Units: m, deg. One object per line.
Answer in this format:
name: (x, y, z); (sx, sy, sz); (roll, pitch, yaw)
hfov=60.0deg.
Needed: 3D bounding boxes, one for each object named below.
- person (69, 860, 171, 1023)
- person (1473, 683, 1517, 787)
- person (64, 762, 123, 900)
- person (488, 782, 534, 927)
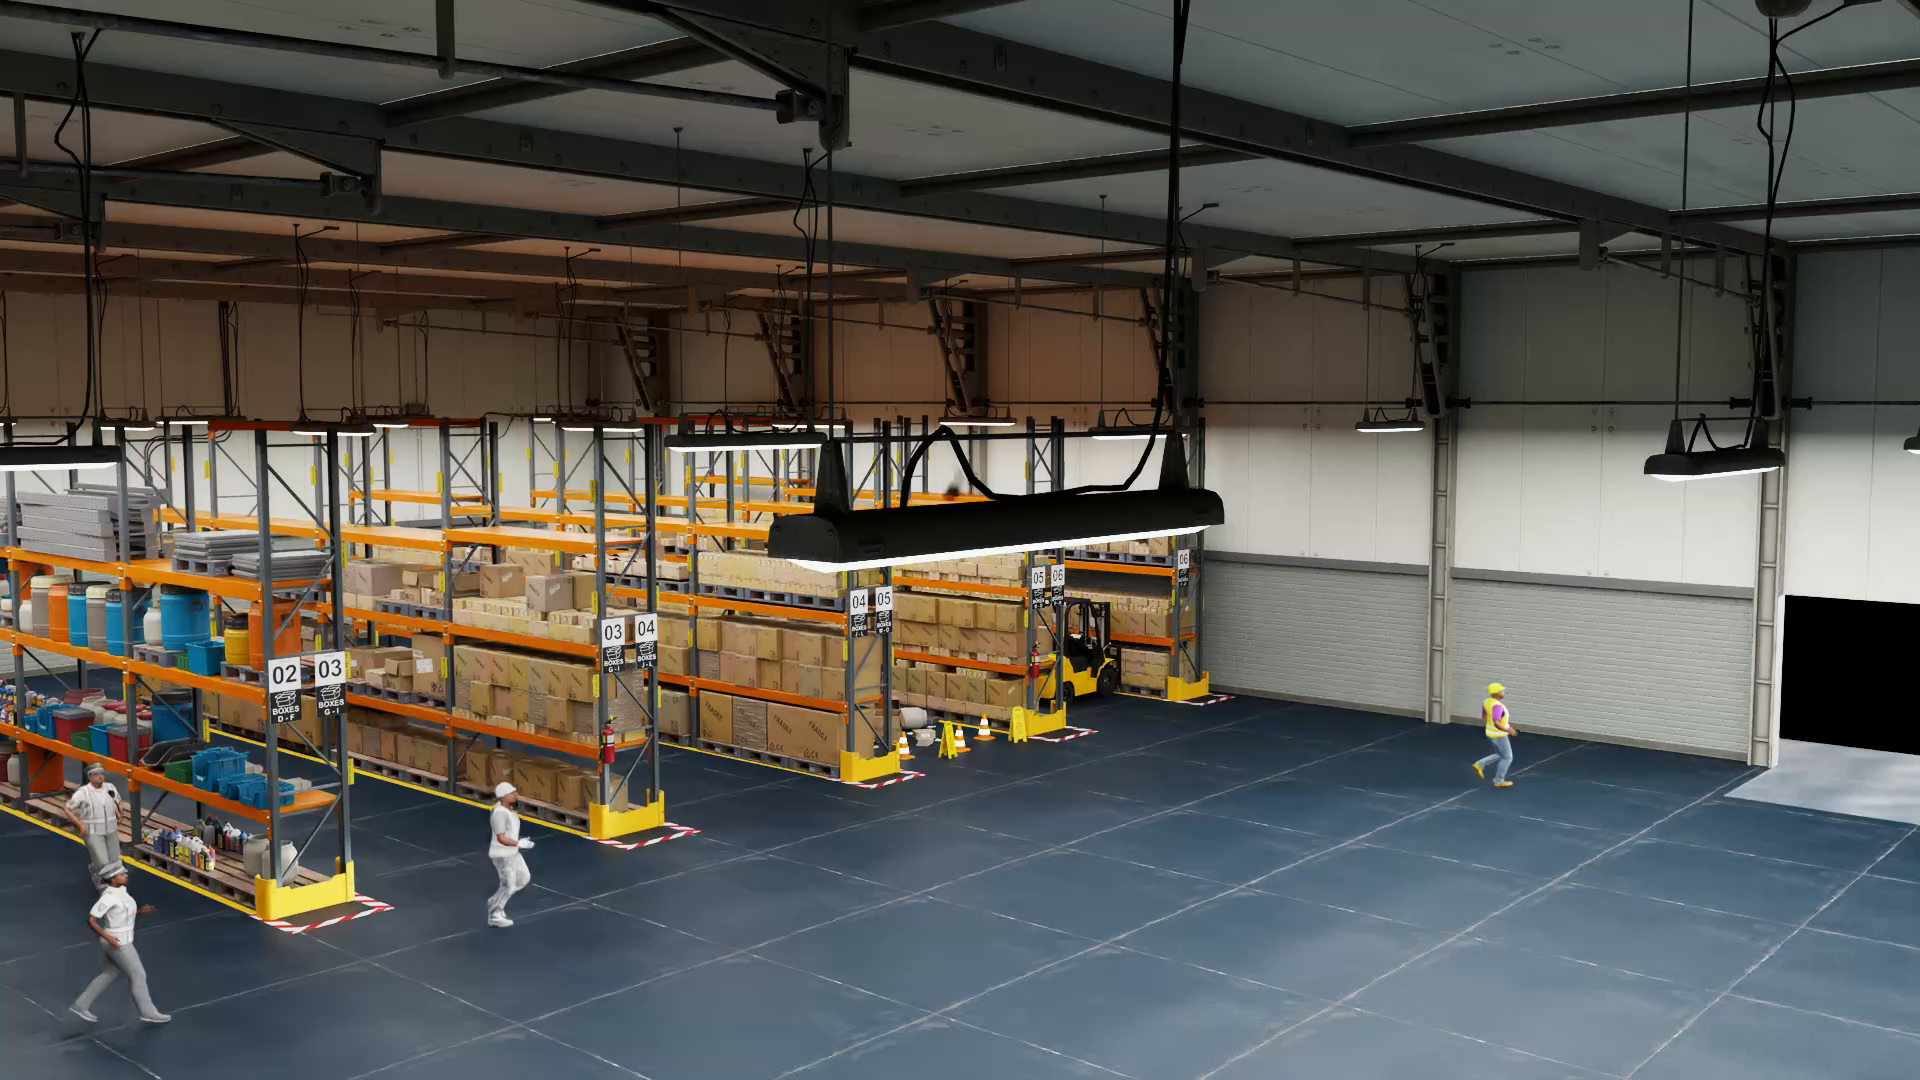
person: (-8.504, 4.067, 16.779); (0.927, 1.698, 0.569); (-2, 5, -24)
person: (8.815, 3.202, 27.344); (0.579, 1.717, 0.700); (0, 5, 0)
person: (-10.990, 3.694, 21.194); (0.830, 1.747, 0.675); (3, 6, 35)
person: (-5.438, 3.784, 20.123); (0.597, 1.746, 0.715); (-1, 5, -7)
